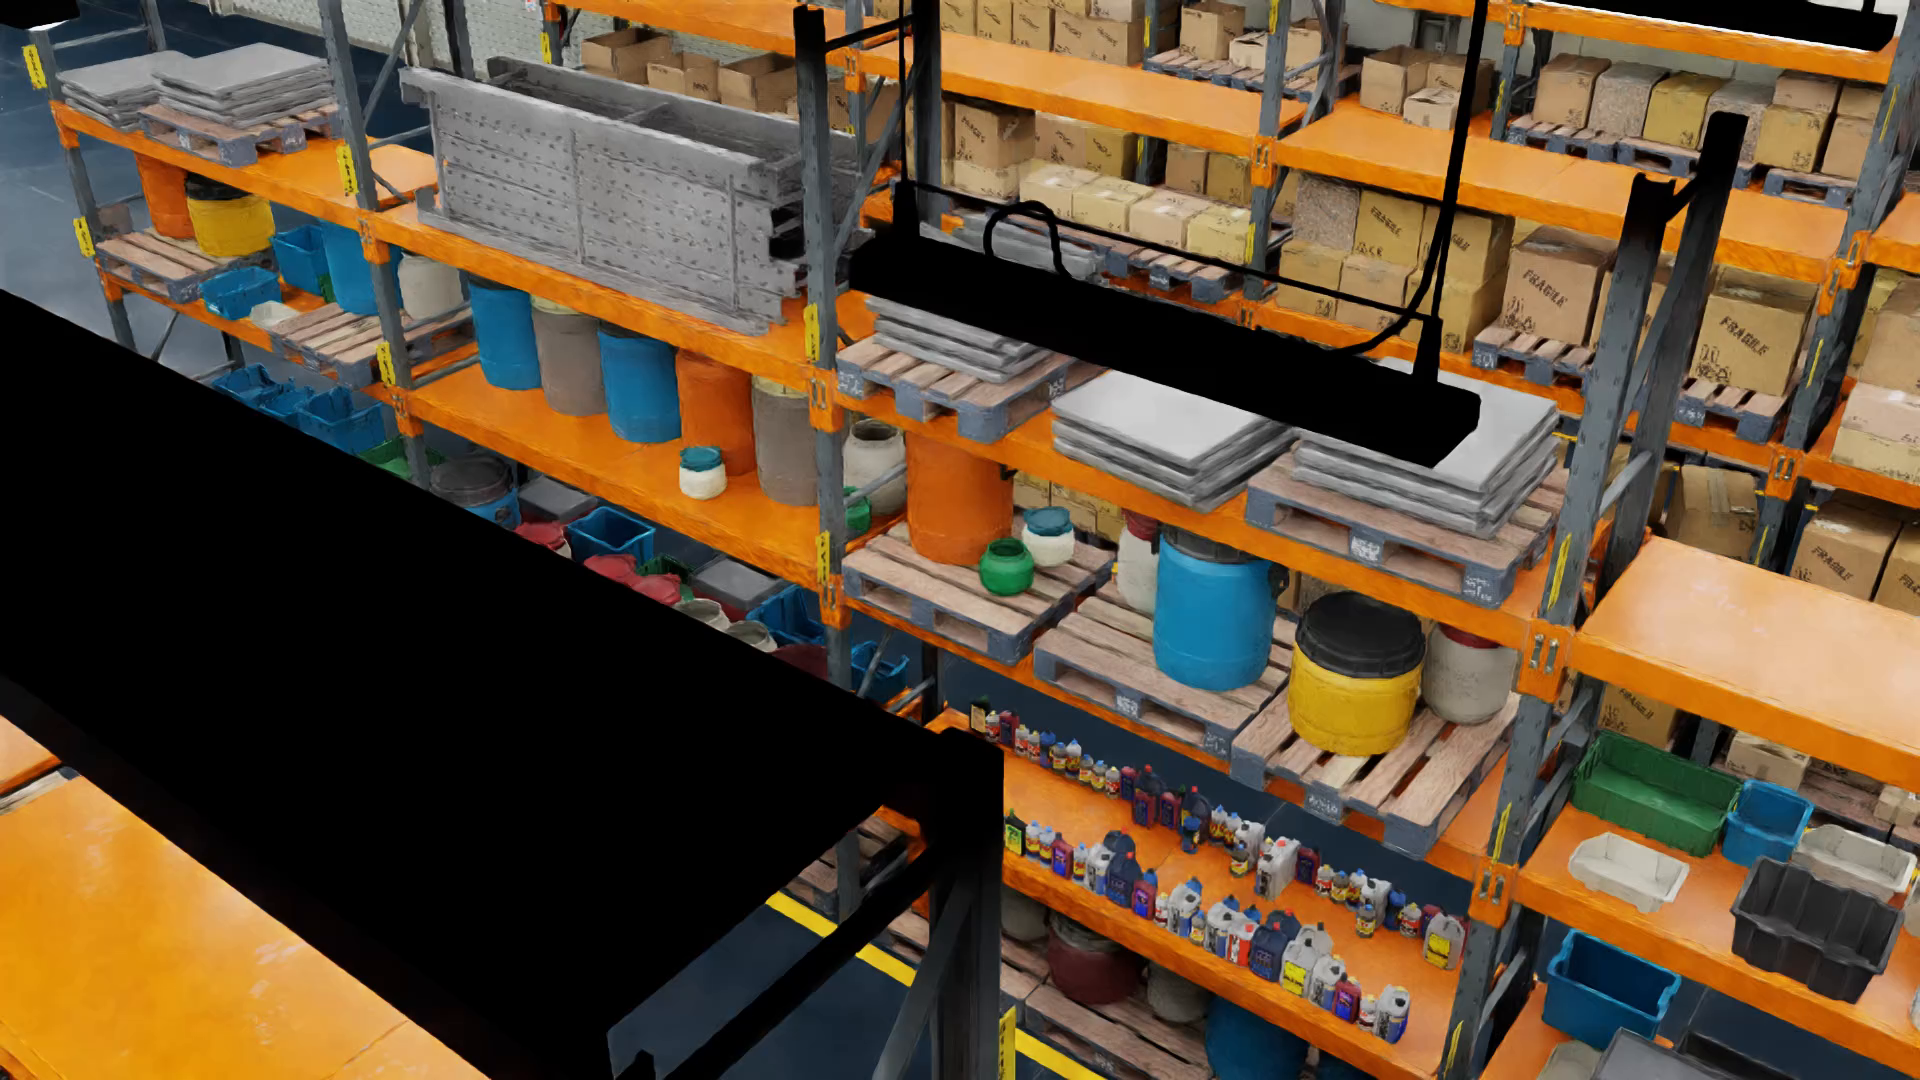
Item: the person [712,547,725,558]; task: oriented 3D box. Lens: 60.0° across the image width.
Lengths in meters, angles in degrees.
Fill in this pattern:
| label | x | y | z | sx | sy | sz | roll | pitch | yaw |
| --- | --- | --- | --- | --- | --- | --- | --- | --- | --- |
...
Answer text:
| label | x | y | z | sx | sy | sz | roll | pitch | yaw |
| --- | --- | --- | --- | --- | --- | --- | --- | --- | --- |
| person | -1.773 | 0.210 | 13.343 | 0.866 | 1.658 | 0.680 | 26 | 40 | 35 |
